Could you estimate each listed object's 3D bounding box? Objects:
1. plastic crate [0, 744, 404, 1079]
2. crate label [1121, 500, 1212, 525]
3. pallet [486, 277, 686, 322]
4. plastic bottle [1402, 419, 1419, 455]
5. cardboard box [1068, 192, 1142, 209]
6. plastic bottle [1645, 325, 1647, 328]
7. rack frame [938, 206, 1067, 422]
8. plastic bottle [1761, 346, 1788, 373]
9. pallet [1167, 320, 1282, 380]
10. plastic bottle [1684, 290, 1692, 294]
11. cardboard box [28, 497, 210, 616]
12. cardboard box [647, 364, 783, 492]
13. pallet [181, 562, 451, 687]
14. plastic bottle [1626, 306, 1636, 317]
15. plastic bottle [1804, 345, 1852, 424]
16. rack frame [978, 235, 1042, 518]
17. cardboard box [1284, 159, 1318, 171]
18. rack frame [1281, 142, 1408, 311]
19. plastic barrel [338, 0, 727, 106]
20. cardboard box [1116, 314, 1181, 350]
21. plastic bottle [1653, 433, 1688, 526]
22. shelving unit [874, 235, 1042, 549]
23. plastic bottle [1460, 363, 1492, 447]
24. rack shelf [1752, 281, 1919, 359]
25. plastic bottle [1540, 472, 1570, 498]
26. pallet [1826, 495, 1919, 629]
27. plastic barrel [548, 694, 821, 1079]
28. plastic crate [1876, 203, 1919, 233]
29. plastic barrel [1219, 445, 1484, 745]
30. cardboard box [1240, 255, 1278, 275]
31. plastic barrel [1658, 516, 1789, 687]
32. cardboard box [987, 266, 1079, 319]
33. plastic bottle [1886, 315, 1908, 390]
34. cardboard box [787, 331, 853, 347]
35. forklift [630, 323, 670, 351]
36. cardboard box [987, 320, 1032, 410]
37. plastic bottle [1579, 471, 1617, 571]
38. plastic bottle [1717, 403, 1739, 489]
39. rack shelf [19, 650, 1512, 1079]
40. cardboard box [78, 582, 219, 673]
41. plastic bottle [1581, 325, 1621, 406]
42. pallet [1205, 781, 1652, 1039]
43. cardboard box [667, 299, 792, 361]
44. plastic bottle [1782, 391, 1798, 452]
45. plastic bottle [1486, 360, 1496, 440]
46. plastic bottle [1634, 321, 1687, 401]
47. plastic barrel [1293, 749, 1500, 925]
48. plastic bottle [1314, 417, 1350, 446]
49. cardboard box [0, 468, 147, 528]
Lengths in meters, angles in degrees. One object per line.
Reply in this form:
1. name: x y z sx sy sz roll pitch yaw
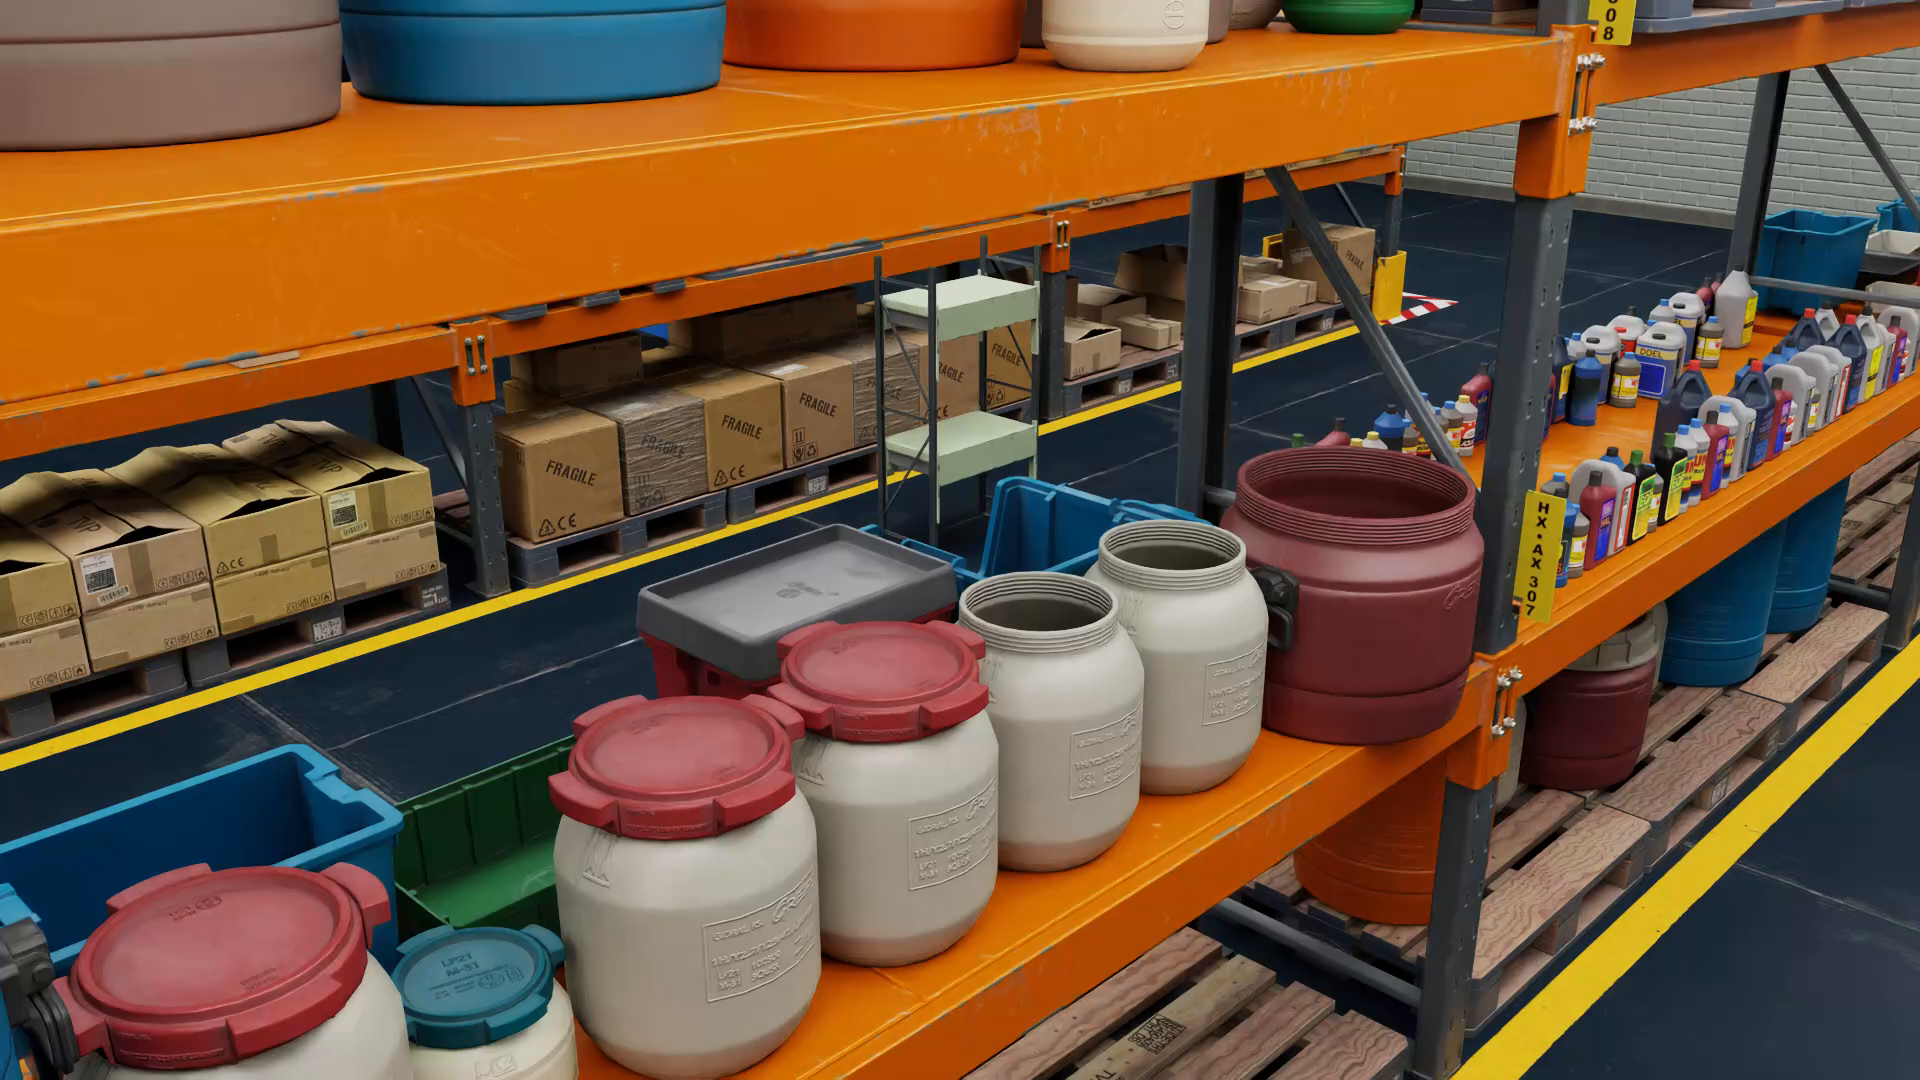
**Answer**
1. plastic crate: -1.233 0.657 2.706 0.392 0.384 0.575 19 28 41
2. crate label: 0.449 0.076 4.430 0.303 0.233 0.416 19 28 41
3. pallet: -2.113 -1.360 8.199 1.213 0.211 1.003 19 28 41
4. plastic bottle: 1.446 -0.294 5.436 0.097 0.201 0.097 0 21 0
5. cardboard box: 0.806 -2.395 10.486 0.500 0.500 0.500 -19 28 -41
6. plastic bottle: 2.714 -0.762 6.652 0.097 0.201 0.097 0 21 0
7. rack frame: 0.255 -2.286 10.341 1.000 3.000 0.127 19 28 41
8. plastic bottle: 2.955 -0.571 6.059 0.097 0.271 0.097 0 21 0
9. pallet: 1.586 -1.475 12.119 1.003 0.211 1.213 19 28 41
10. plastic bottle: 3.012 -0.904 6.925 0.097 0.271 0.097 0 21 0
11. cardboard box: -3.436 0.029 6.785 0.500 0.311 0.500 19 28 40
12. cardboard box: -1.298 -0.605 8.839 0.500 0.500 0.500 19 28 40
13. pallet: -3.138 0.246 7.641 1.003 0.211 1.213 19 28 41
14. plastic bottle: 2.620 -0.775 6.572 0.061 0.283 0.133 19 28 41
15. plastic bottle: 3.151 -0.581 6.079 0.152 0.276 0.135 19 28 41
16. rack frame: 0.251 -0.792 8.546 0.400 1.500 0.023 19 28 41
17. cardboard box: 2.217 -2.916 11.842 0.500 0.500 0.500 20 28 41
18. rack frame: 3.046 -3.314 13.016 1.000 3.000 0.127 19 28 41
19. plastic barrel: -0.668 -1.144 2.491 0.600 0.901 0.708 19 28 41
20. cardboard box: 1.299 -1.447 11.495 0.380 0.166 0.250 19 28 41
21. plastic bottle: 2.154 -0.194 5.061 0.061 0.283 0.133 19 28 41
22. shelving unit: -0.005 -0.698 8.301 0.431 1.500 0.755 19 28 41
23. plastic bottle: 1.785 -0.467 5.771 0.061 0.283 0.133 19 28 41
24. rack shelf: 5.197 -1.223 8.579 1.077 0.370 4.000 19 28 41
25. plastic bottle: 1.765 -0.100 4.930 0.097 0.201 0.097 0 21 0
26. pallet: 4.287 0.058 8.130 1.003 0.211 1.213 19 28 41
27. plastic barrel: -0.443 0.568 2.726 0.433 0.535 0.433 0 21 0
28. plastic crate: 5.056 -1.626 8.775 0.416 0.233 0.300 19 28 41
29. plastic barrel: 0.904 0.115 3.905 0.600 0.536 0.708 19 28 41
30. cardboard box: 2.114 -2.039 12.917 0.500 0.250 0.500 19 28 41
31. plastic barrel: 2.916 0.056 6.587 0.600 0.901 0.708 19 28 41
32. cardboard box: 0.449 -1.542 11.276 0.500 0.500 0.500 19 28 41
33. plastic bottle: 3.629 -0.737 6.475 0.061 0.283 0.133 19 28 41
34. cardboard box: -0.975 -0.994 9.852 0.500 0.500 0.500 20 29 41
35. forklift: -2.421 -2.876 11.973 1.130 2.935 3.031 -18 28 -39
36. cardboard box: 0.116 -1.126 10.193 0.500 0.500 0.500 19 28 40
37. plastic bottle: 1.807 -0.066 4.727 0.061 0.283 0.133 19 28 41
38. plastic bottle: 2.451 -0.307 5.372 0.097 0.271 0.097 0 21 0
39. rack shelf: -0.384 0.833 3.229 1.077 0.370 4.000 19 28 41
40. cardboard box: -3.438 0.288 6.891 0.500 0.250 0.500 -19 28 -41
41. plastic bottle: 2.398 -0.666 6.299 0.152 0.276 0.135 19 28 41
42. pallet: 1.531 1.072 5.492 1.003 0.211 1.213 19 28 41
43. cardboard box: -1.304 -1.225 9.406 0.500 0.250 0.500 19 28 40
44. plastic bottle: 2.835 -0.416 5.752 0.097 0.201 0.097 0 21 0
45. plastic bottle: 1.926 -0.529 5.838 0.144 0.351 0.185 19 28 41
46. plastic bottle: 2.669 -0.687 6.355 0.152 0.276 0.135 19 28 41
47. plastic barrel: 1.340 0.670 5.090 0.600 0.830 0.708 19 28 41
48. plastic bottle: 1.149 -0.232 5.161 0.061 0.283 0.133 19 28 41
49. cardboard box: -3.829 -0.103 7.127 0.500 0.311 0.500 18 28 39
